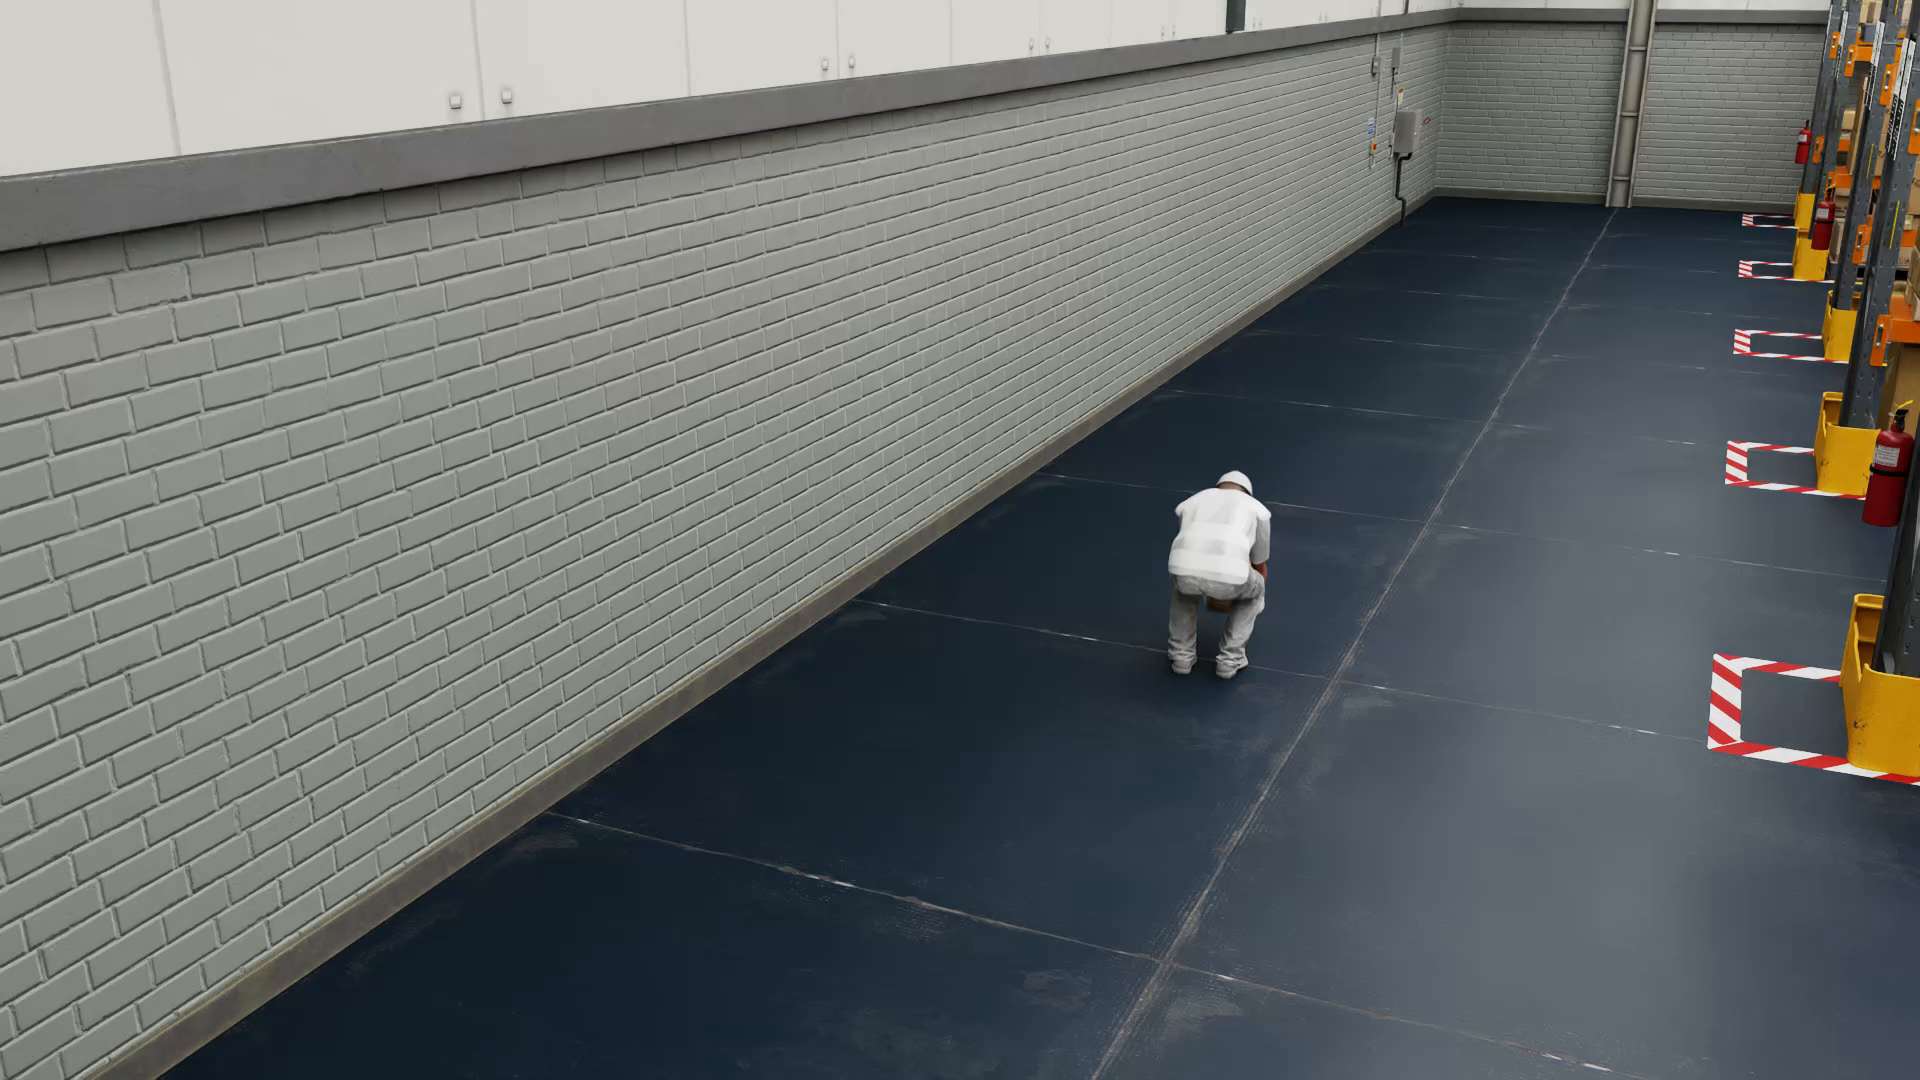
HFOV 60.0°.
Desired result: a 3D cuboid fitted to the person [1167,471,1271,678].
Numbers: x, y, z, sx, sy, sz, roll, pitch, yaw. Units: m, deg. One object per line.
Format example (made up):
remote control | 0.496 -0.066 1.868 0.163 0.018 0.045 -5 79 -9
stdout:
person | 1.412 0.199 9.174 0.542 0.995 0.959 7 20 21
